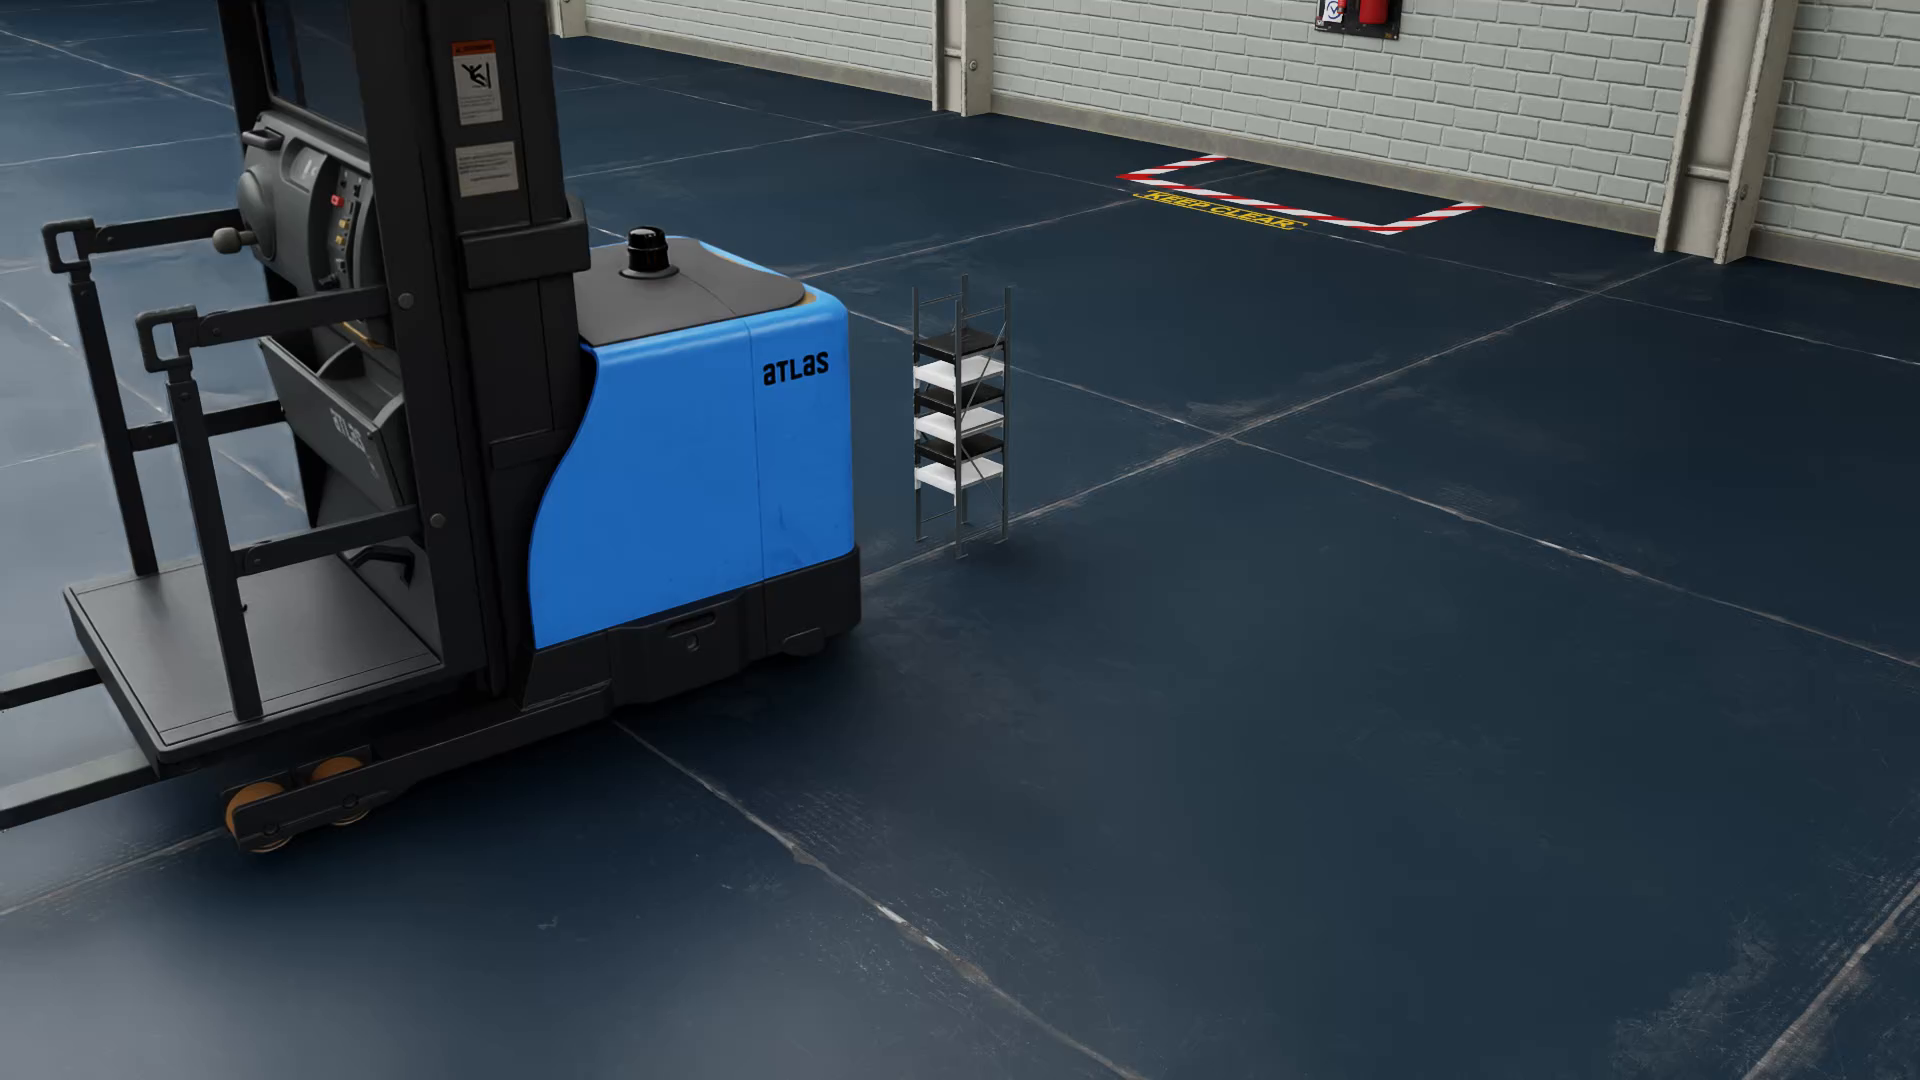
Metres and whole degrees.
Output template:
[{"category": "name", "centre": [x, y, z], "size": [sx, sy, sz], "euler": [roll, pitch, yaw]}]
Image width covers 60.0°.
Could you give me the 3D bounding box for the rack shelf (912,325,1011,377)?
[{"category": "rack shelf", "centre": [0.006, -0.622, 5.460], "size": [0.258, 0.077, 0.200], "euler": [-21, 32, -38]}]

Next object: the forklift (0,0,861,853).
[{"category": "forklift", "centre": [-1.782, -0.818, 4.011], "size": [3.031, 2.935, 1.130], "euler": [-17, 30, -33]}]

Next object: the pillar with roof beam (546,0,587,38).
[{"category": "pillar with roof beam", "centre": [-7.223, -8.108, 12.680], "size": [9.100, 9.000, 0.400], "euler": [-21, 32, -38]}]

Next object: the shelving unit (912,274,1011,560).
[{"category": "shelving unit", "centre": [0.006, -0.407, 5.558], "size": [0.258, 0.900, 0.210], "euler": [-21, 32, -38]}]

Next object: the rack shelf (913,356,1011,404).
[{"category": "rack shelf", "centre": [0.006, -0.540, 5.497], "size": [0.258, 0.077, 0.200], "euler": [-21, 32, -38]}]

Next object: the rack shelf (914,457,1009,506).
[{"category": "rack shelf", "centre": [0.006, -0.213, 5.646], "size": [0.258, 0.077, 0.200], "euler": [-21, 32, -38]}]

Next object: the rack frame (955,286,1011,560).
[{"category": "rack frame", "centre": [0.075, -0.376, 5.490], "size": [0.240, 0.900, 0.006], "euler": [-21, 32, -38]}]

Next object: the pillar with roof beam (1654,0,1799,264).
[{"category": "pillar with roof beam", "centre": [0.979, -4.472, 4.711], "size": [9.100, 9.000, 0.400], "euler": [-21, 32, -38]}]

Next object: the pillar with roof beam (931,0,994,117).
[{"category": "pillar with roof beam", "centre": [-3.122, -6.290, 8.696], "size": [9.100, 9.000, 0.400], "euler": [-21, 32, -38]}]

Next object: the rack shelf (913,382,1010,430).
[{"category": "rack shelf", "centre": [0.006, -0.459, 5.534], "size": [0.258, 0.077, 0.200], "euler": [-21, 32, -38]}]

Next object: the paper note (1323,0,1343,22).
[{"category": "paper note", "centre": [2.390, -3.396, 10.641], "size": [0.016, 0.148, 0.142], "euler": [-21, 32, -38]}]

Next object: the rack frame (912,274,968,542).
[{"category": "rack frame", "centre": [-0.064, -0.438, 5.625], "size": [0.240, 0.900, 0.006], "euler": [-21, 32, -38]}]

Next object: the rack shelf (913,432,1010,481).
[{"category": "rack shelf", "centre": [0.006, -0.295, 5.609], "size": [0.258, 0.077, 0.200], "euler": [-21, 32, -38]}]

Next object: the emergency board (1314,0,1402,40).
[{"category": "emergency board", "centre": [2.461, -3.724, 10.298], "size": [0.194, 1.169, 0.643], "euler": [-21, 32, -38]}]

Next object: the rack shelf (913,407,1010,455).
[{"category": "rack shelf", "centre": [0.006, -0.377, 5.572], "size": [0.258, 0.077, 0.200], "euler": [-21, 32, -38]}]
